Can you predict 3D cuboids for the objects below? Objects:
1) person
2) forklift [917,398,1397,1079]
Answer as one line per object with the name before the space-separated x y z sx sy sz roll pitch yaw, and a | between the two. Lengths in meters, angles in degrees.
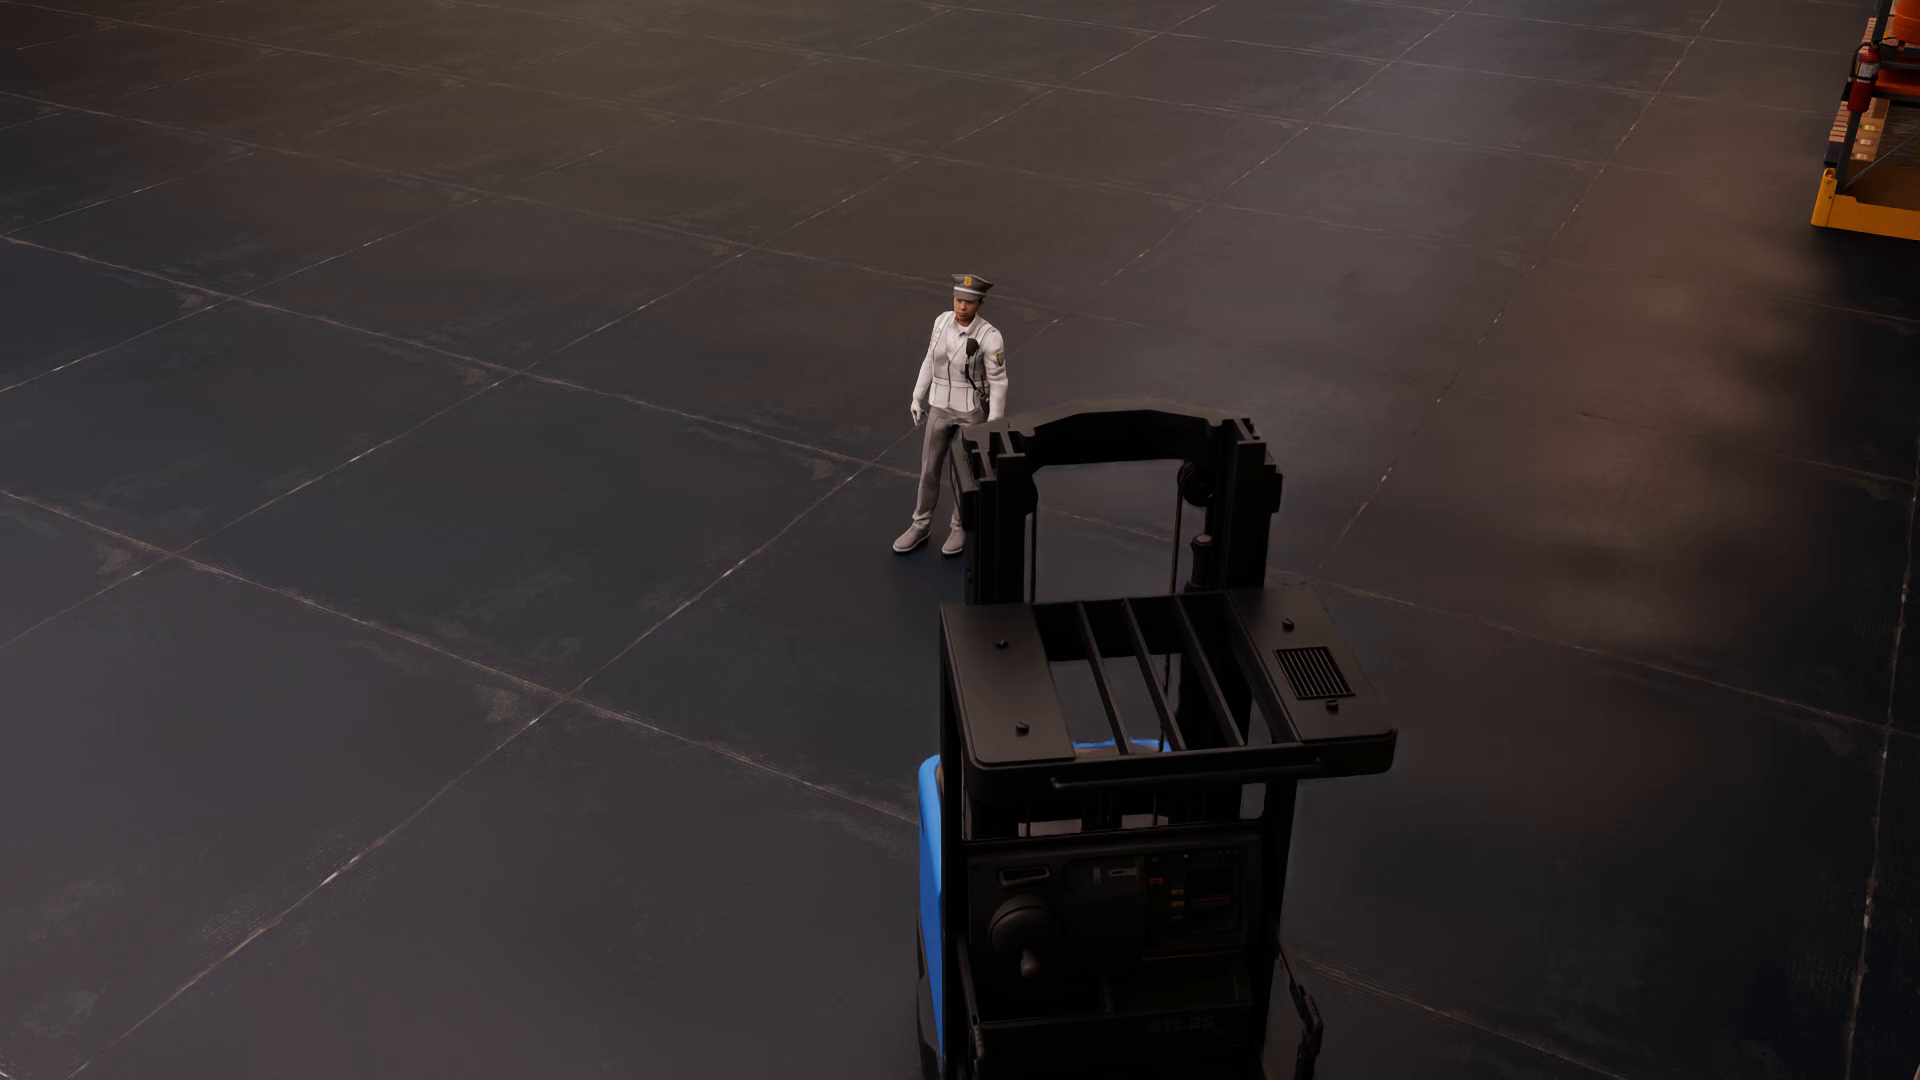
person | -0.039 -0.712 9.526 0.587 1.694 0.530 15 33 25
forklift | 0.515 1.188 5.012 1.130 2.935 3.031 -3 30 -6
